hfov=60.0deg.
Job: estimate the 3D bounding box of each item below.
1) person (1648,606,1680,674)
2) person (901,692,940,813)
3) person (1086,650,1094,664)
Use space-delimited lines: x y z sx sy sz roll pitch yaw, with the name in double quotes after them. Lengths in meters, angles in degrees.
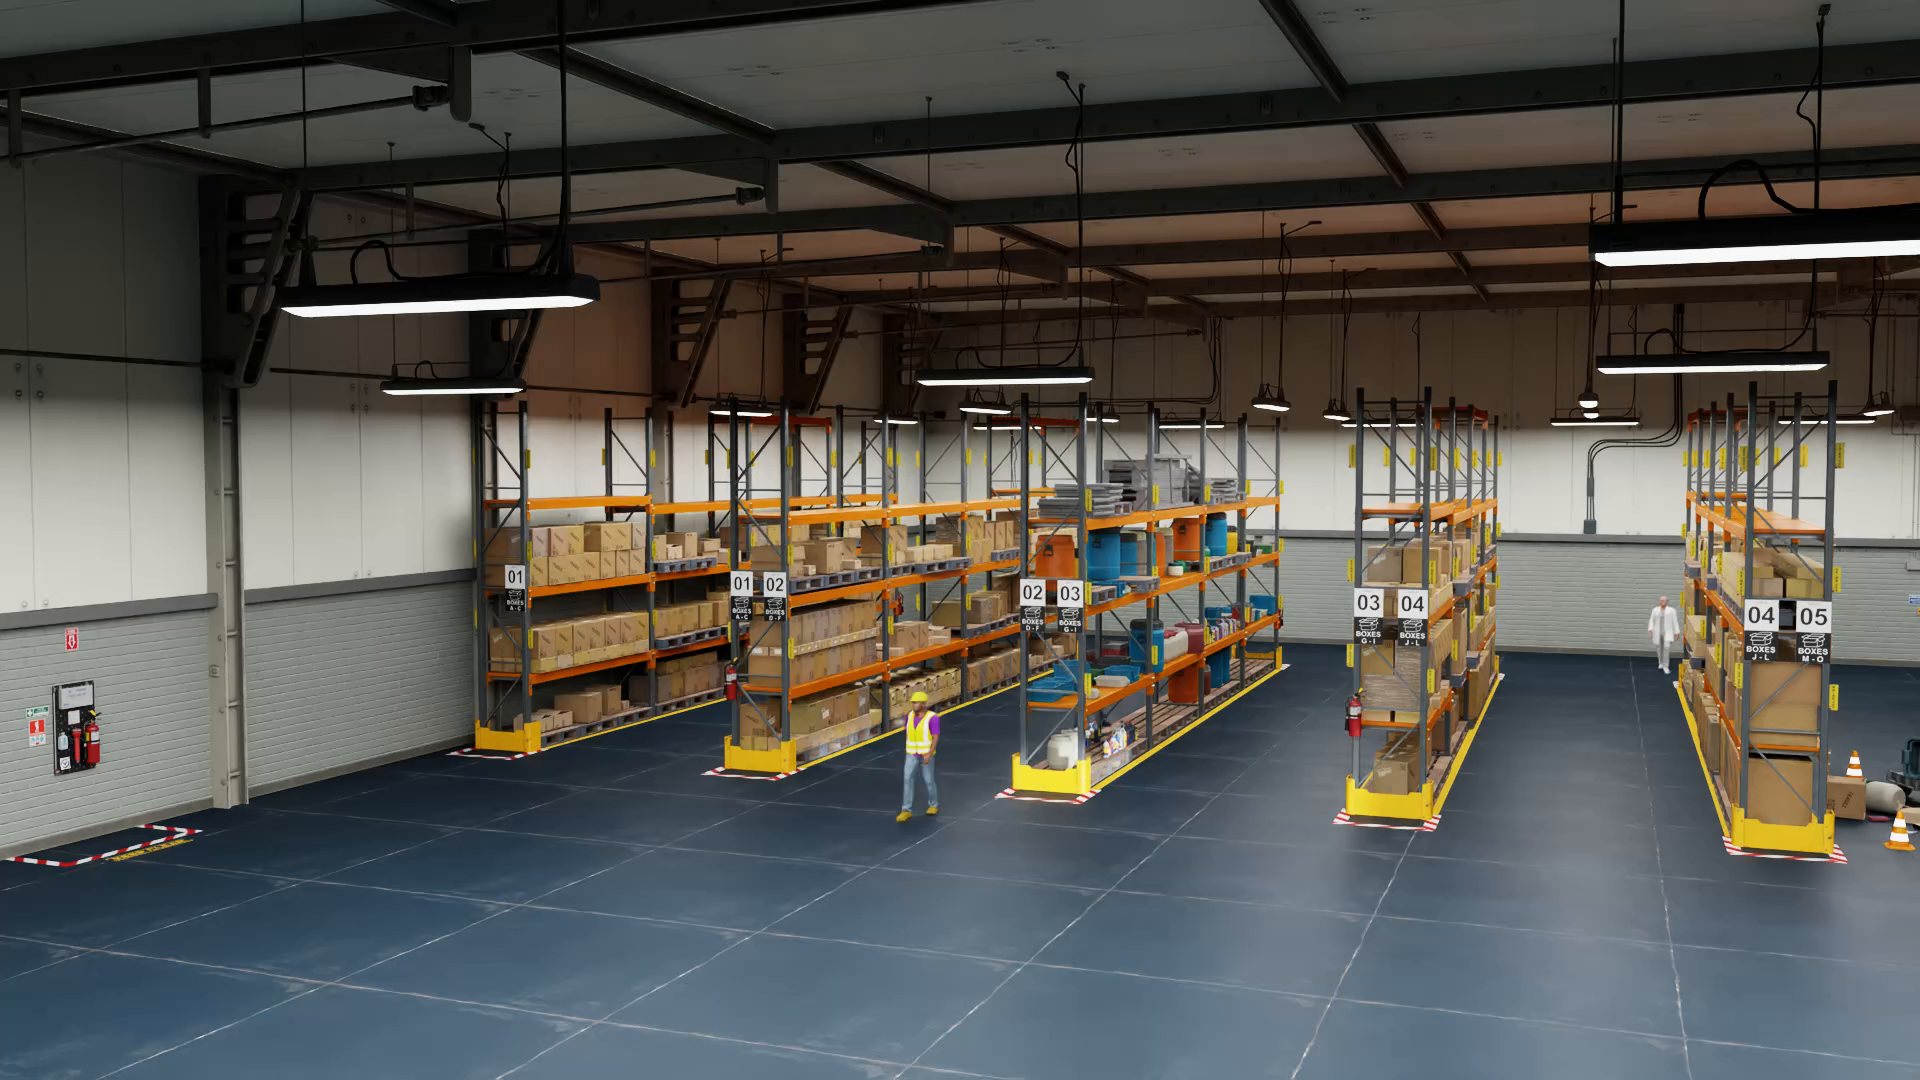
16.581 2.314 39.198 0.663 1.565 0.976 2 3 35 "person"
-0.548 2.946 23.190 0.590 1.660 0.726 1 3 25 "person"
2.277 2.442 29.974 0.321 0.939 0.442 1 3 19 "person"
